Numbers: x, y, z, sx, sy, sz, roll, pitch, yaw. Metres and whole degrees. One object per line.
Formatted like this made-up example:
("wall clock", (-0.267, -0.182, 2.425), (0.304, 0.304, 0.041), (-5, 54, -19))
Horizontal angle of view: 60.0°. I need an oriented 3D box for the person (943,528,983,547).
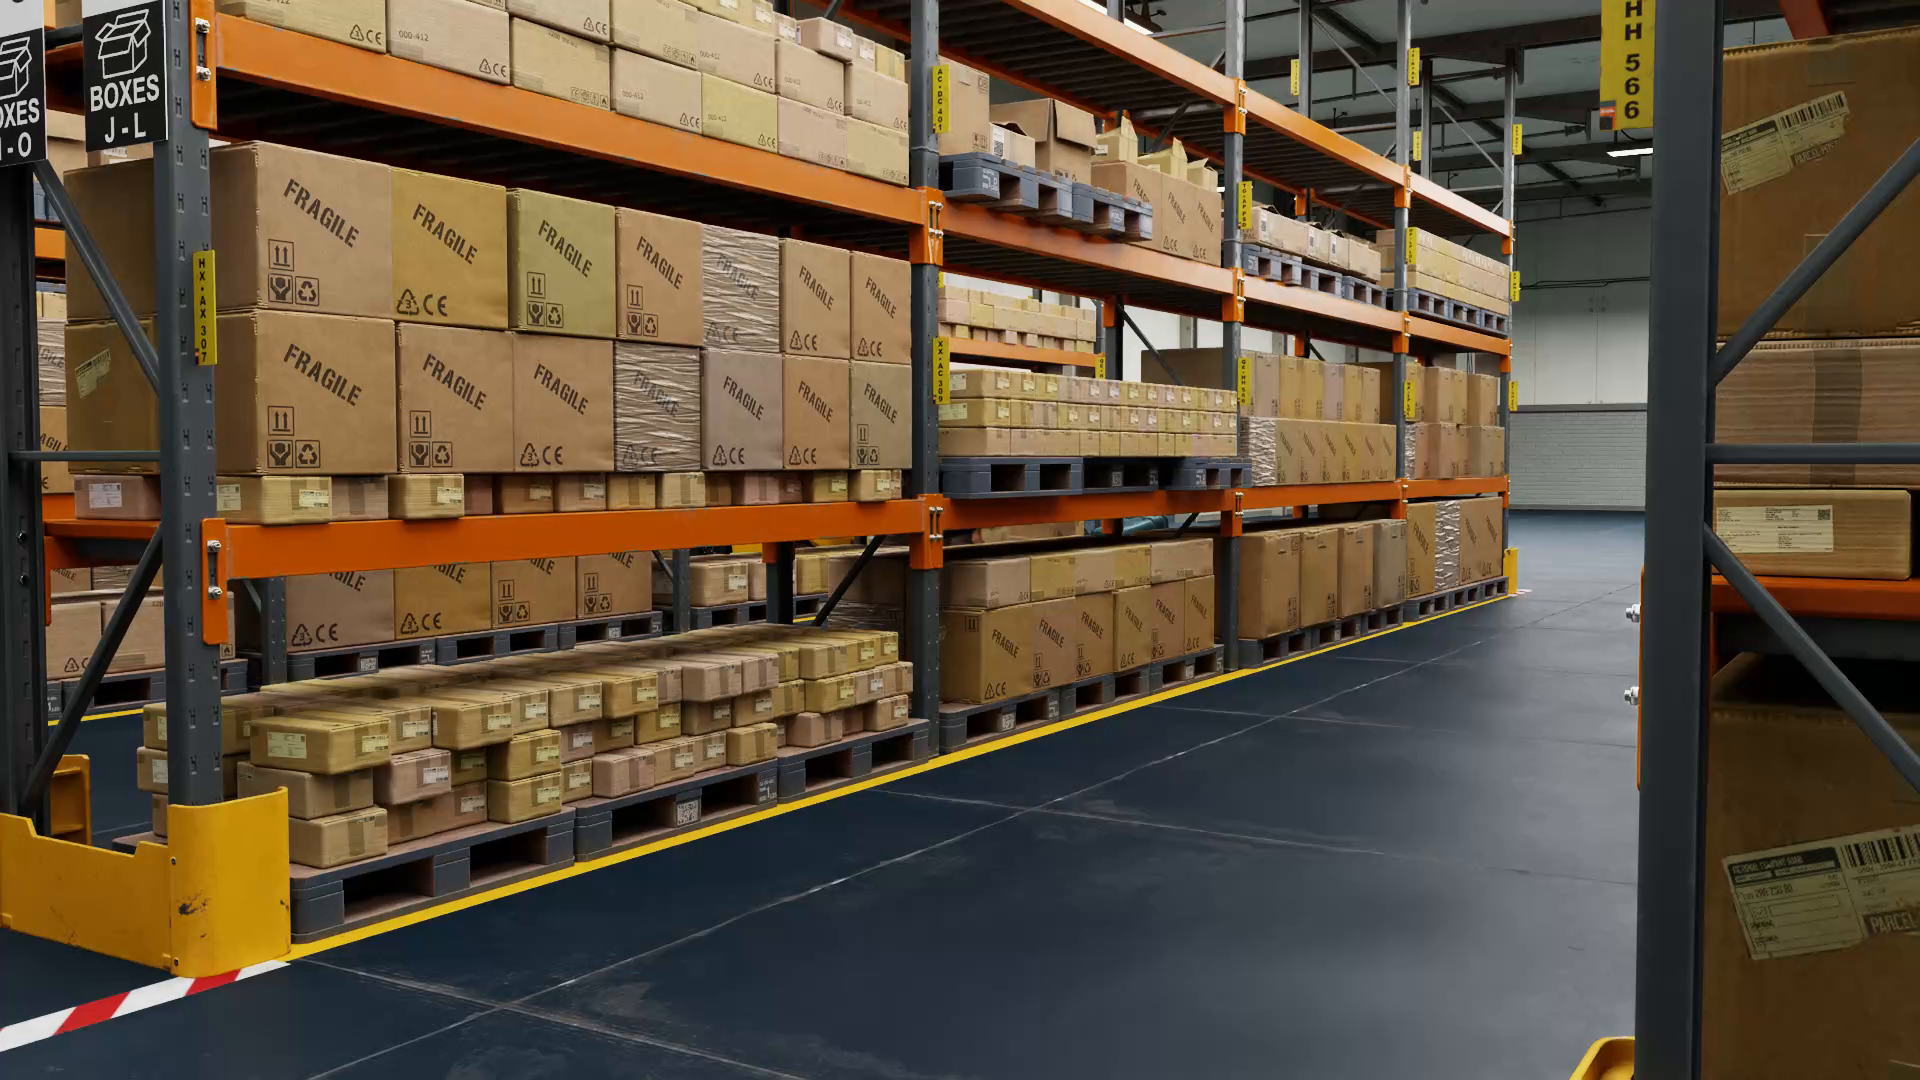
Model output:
("person", (-0.100, -0.006, 13.056), (0.583, 1.715, 0.474), (1, 3, 22))
